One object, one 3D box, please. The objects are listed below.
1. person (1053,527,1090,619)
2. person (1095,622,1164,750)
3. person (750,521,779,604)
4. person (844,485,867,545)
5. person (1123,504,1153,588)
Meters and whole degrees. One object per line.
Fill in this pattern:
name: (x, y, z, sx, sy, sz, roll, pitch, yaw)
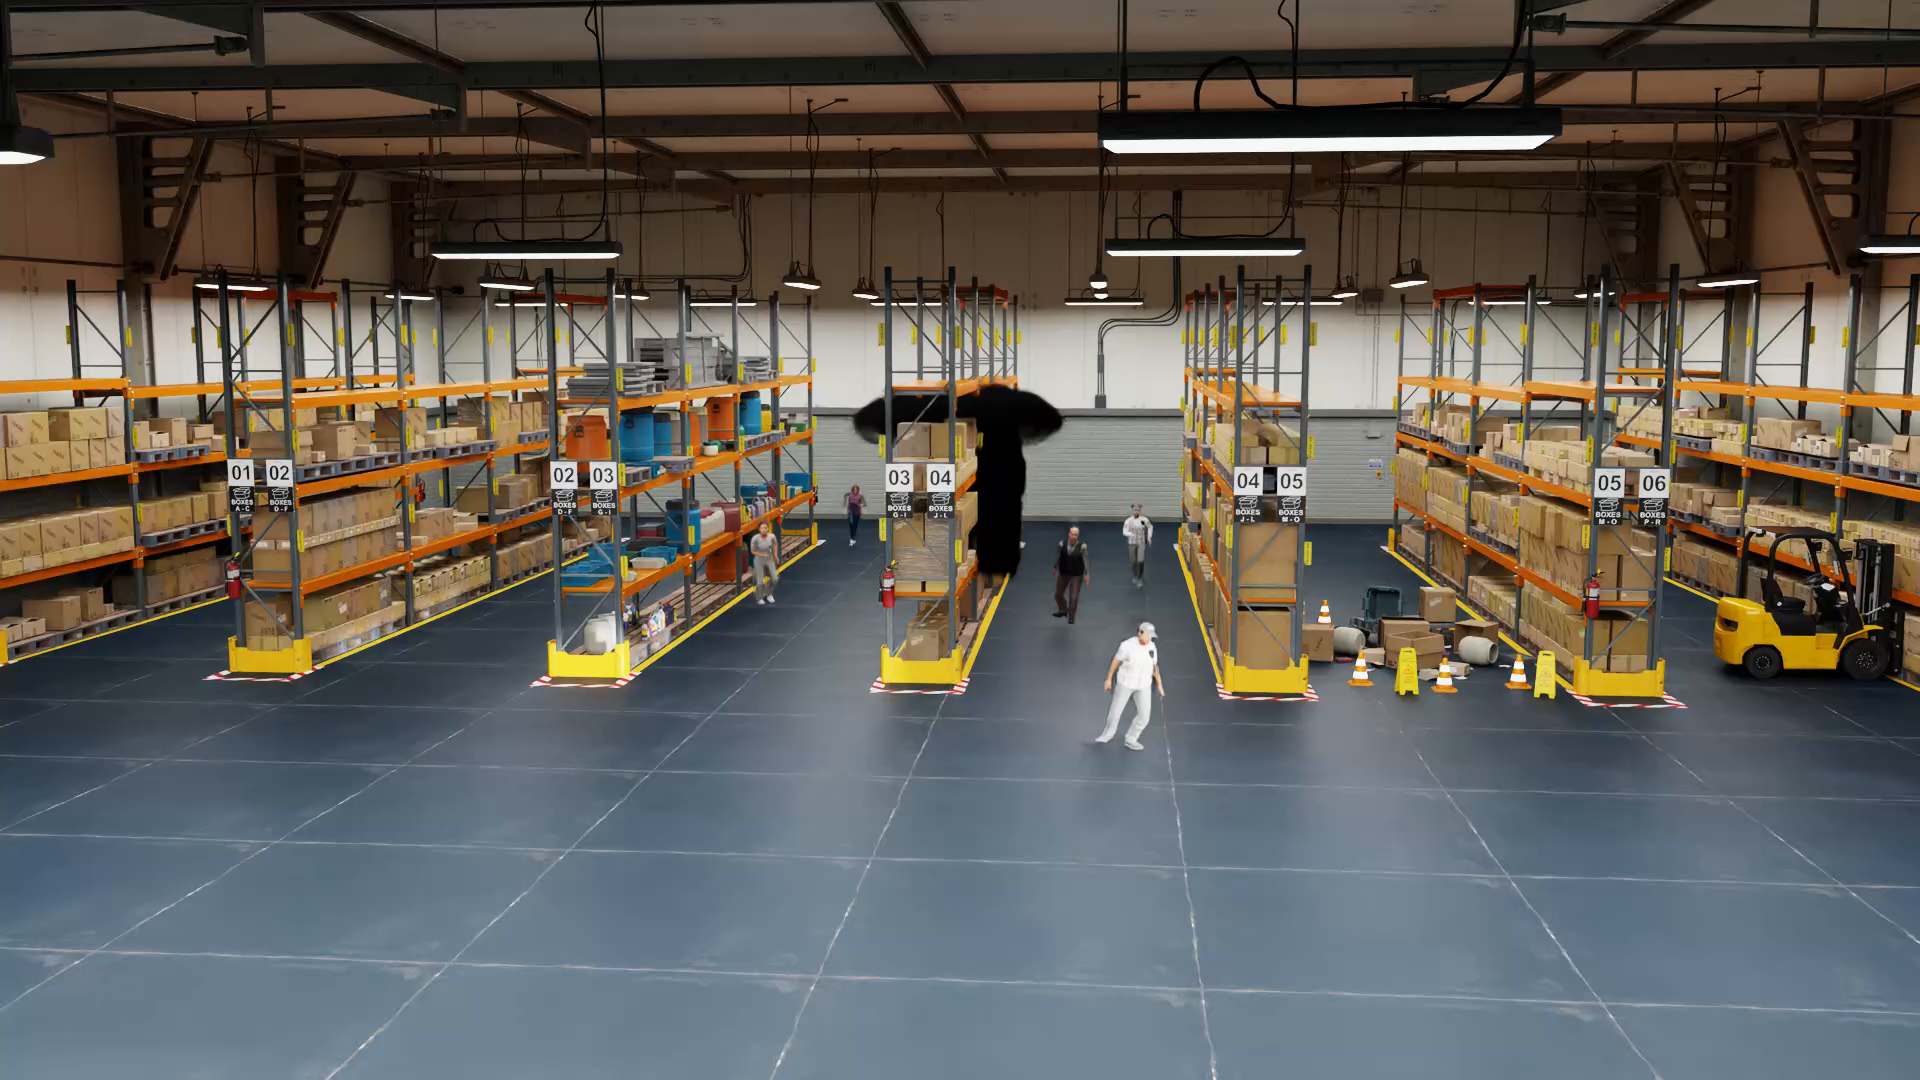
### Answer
person: (1.912, 0.561, 28.393, 0.739, 1.620, 0.575, 3, 7, 22)
person: (2.080, 1.764, 20.260, 0.757, 1.589, 0.676, -2, 7, -15)
person: (-3.531, 0.419, 30.087, 0.571, 1.561, 0.807, -3, 7, -22)
person: (-2.546, -0.636, 40.465, 0.551, 1.461, 0.978, -1, 7, -5)
person: (3.565, 0.113, 33.439, 0.580, 1.717, 0.788, 1, 7, 10)
